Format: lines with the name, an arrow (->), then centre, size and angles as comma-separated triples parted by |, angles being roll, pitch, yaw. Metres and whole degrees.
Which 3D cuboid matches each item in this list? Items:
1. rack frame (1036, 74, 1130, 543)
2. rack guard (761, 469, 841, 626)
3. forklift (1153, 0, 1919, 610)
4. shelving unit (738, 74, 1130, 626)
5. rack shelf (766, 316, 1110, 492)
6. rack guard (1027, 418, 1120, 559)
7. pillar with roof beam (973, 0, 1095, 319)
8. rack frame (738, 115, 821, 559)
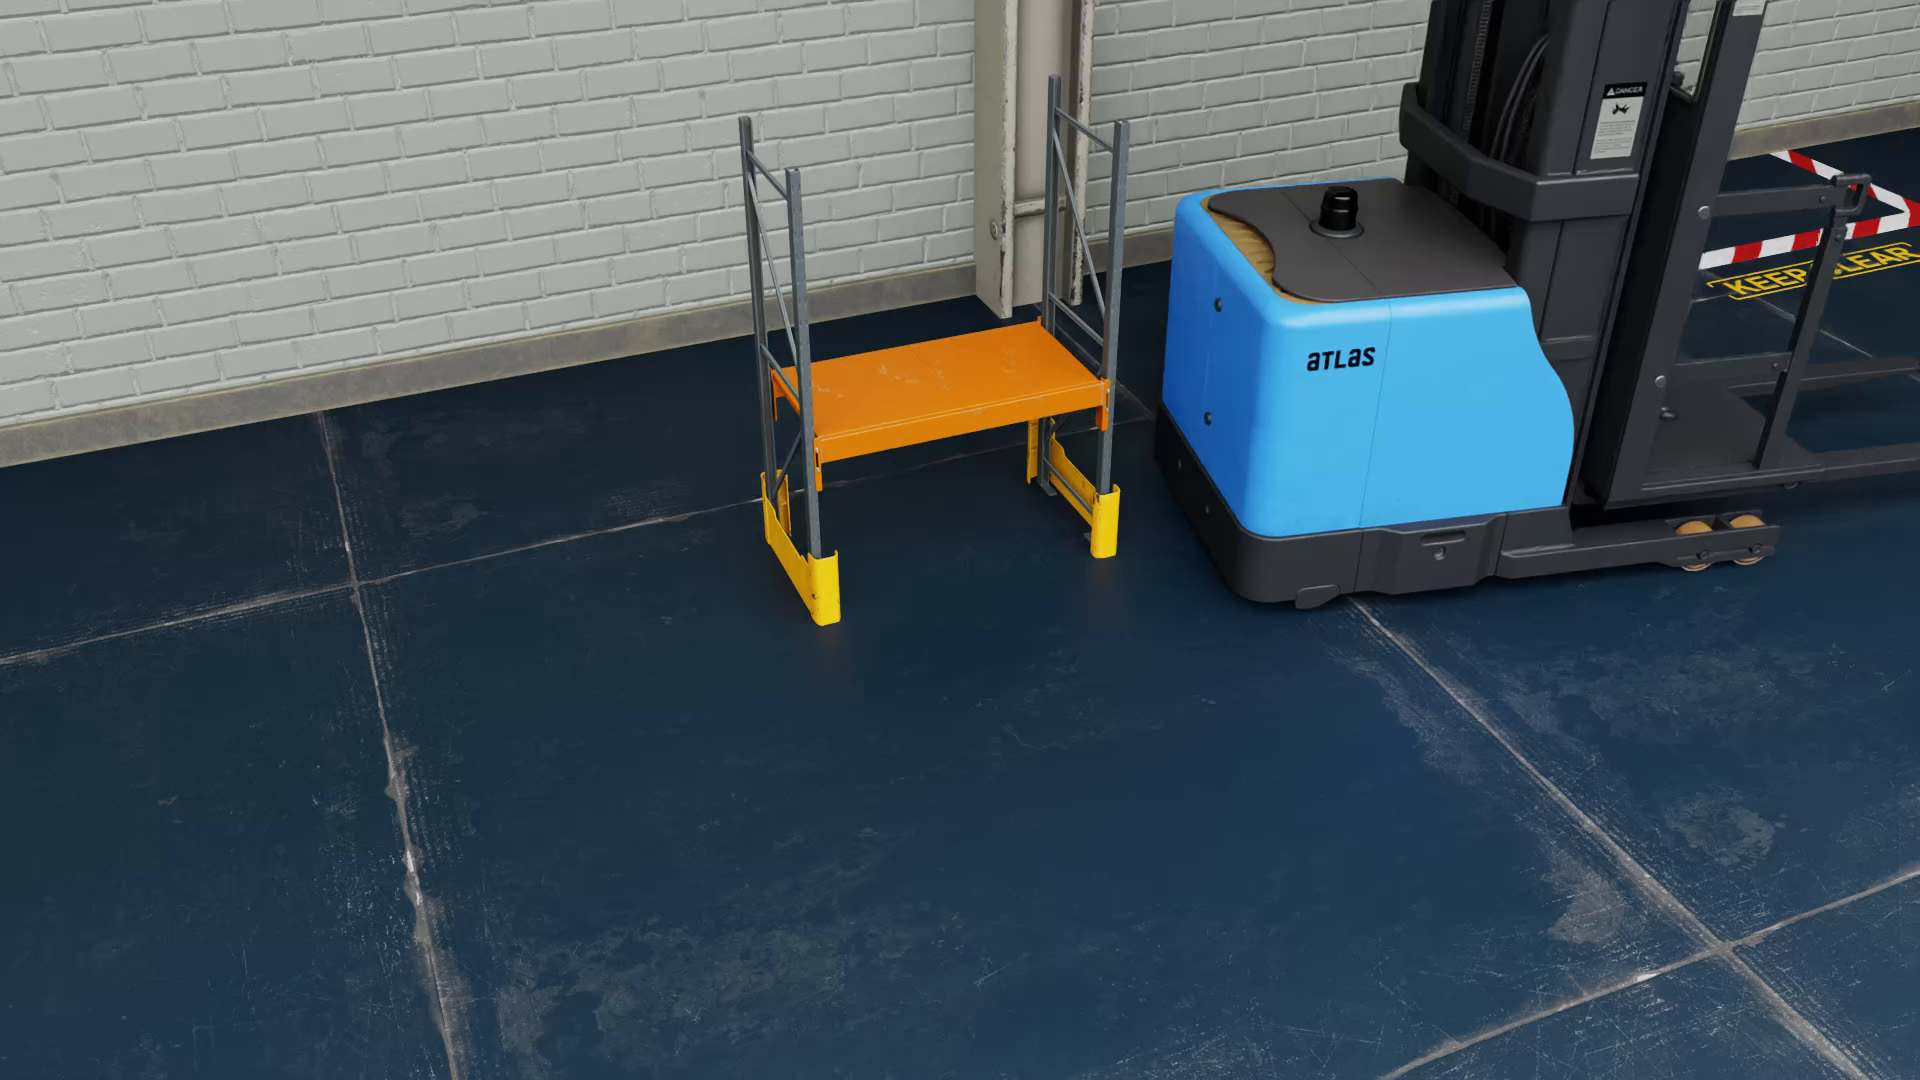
rack frame -> 0.390, -0.718, 5.478 | 0.032, 1.500, 0.500 | -13, 35, -19
rack guard -> -0.529, 0.016, 5.495 | 0.087, 0.250, 0.587 | -13, 35, -19
forklift -> 2.278, -1.400, 5.214 | 3.031, 2.935, 1.130 | -6, 34, -10
shelving unit -> -0.070, -0.613, 5.316 | 1.083, 1.500, 0.587 | -13, 35, -19
rack shelf -> -0.079, -0.460, 5.411 | 1.000, 0.185, 0.538 | -13, 35, -19
rack guard -> 0.389, -0.194, 5.819 | 0.087, 0.250, 0.587 | -13, 35, -19
pillar with roof beam -> 1.967, -2.688, 1.630 | 0.400, 9.000, 9.100 | -13, 35, -19
rack frame -> -0.547, -0.503, 5.148 | 0.032, 1.500, 0.500 | -13, 35, -19
